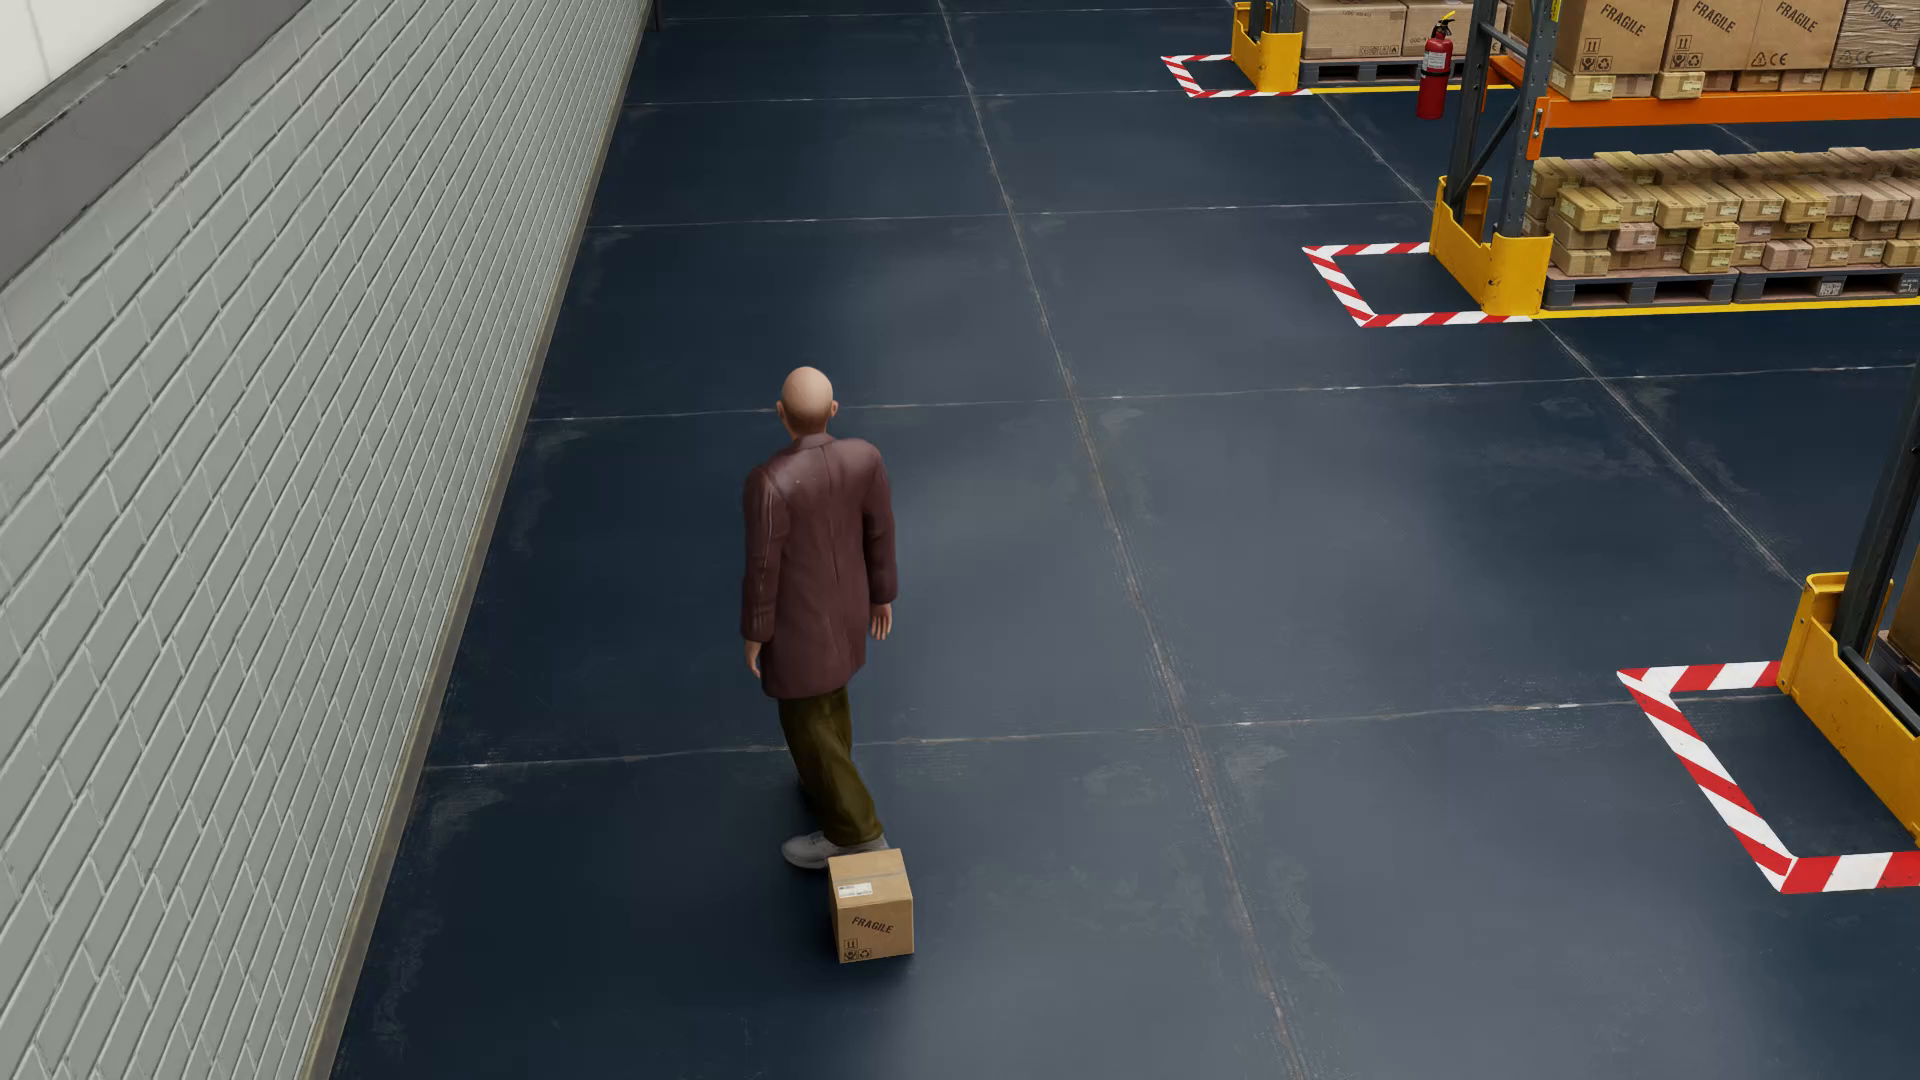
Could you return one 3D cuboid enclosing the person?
[{"bbox_3d":[-0.453,0.279,5.677,0.619,1.766,0.641,-26,39,-36],"label":"person"}]
